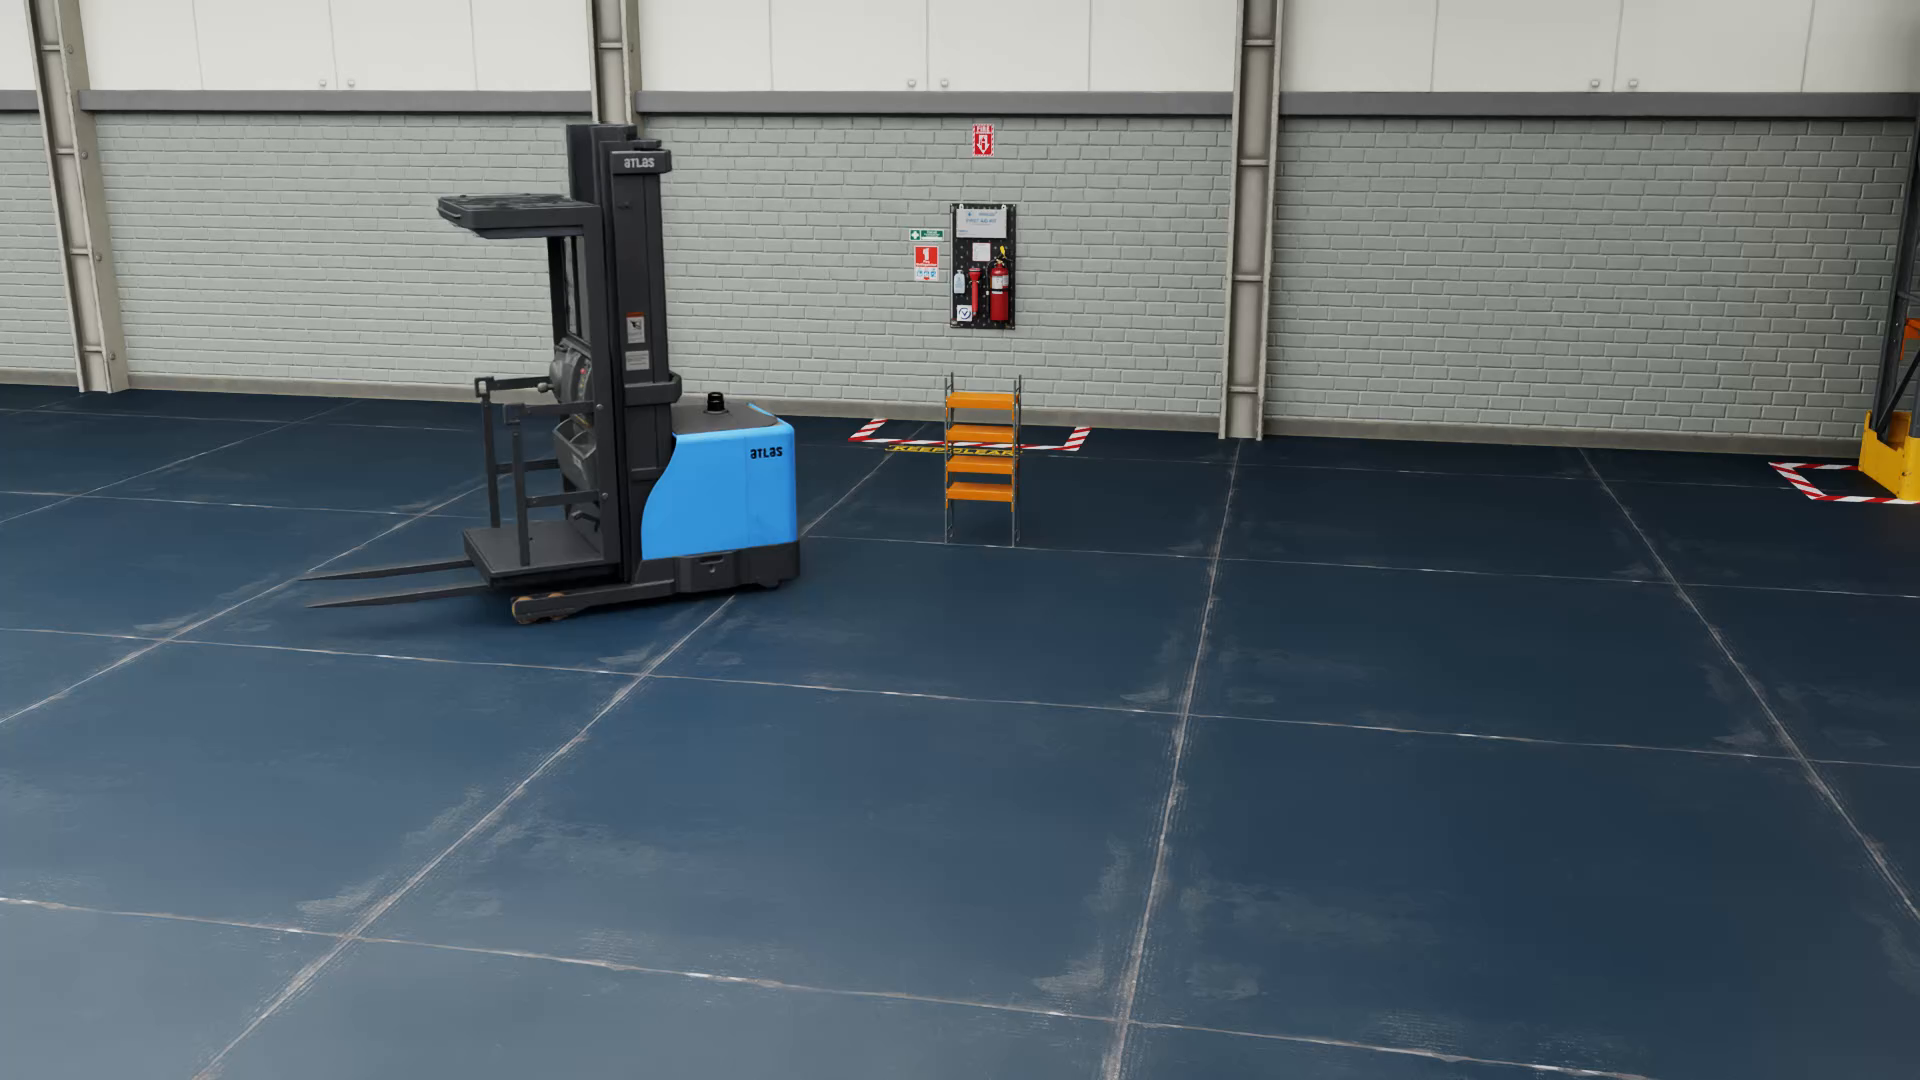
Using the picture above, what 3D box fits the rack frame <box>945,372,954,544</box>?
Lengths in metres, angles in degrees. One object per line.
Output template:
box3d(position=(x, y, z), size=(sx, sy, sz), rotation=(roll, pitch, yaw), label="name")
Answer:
box3d(position=(-0.077, -0.582, 11.847), size=(0.015, 1.200, 0.240), rotation=(3, 16, 11), label="rack frame")

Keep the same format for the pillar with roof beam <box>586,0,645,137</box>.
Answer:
box3d(position=(-4.121, -4.497, 11.368), size=(0.400, 9.000, 9.100), rotation=(3, 16, 11), label="pillar with roof beam")

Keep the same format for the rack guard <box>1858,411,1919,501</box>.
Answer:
box3d(position=(7.713, -0.696, 13.567), size=(0.348, 0.500, 1.175), rotation=(3, 16, 11), label="rack guard")

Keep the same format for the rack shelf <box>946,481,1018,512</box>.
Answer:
box3d(position=(0.162, -0.313, 11.871), size=(0.480, 0.148, 0.258), rotation=(3, 16, 11), label="rack shelf")

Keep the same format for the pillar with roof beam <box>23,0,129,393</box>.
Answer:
box3d(position=(-10.000, -4.816, 12.520), size=(0.400, 9.000, 9.100), rotation=(3, 16, 11), label="pillar with roof beam")

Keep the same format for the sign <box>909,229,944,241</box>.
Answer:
box3d(position=(-0.316, -2.880, 15.712), size=(0.331, 0.109, 0.001), rotation=(3, 16, 11), label="sign")

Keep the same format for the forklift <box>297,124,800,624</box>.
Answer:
box3d(position=(-2.606, -1.060, 10.326), size=(3.031, 2.935, 1.130), rotation=(-7, 17, -24), label="forklift")

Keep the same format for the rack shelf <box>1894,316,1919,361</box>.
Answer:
box3d(position=(9.598, -1.451, 12.959), size=(4.000, 0.370, 1.077), rotation=(3, 16, 11), label="rack shelf")

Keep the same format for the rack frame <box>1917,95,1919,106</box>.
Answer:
box3d(position=(7.638, -4.795, 12.447), size=(0.127, 3.000, 1.000), rotation=(3, 16, 11), label="rack frame")

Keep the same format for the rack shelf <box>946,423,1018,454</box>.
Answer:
box3d(position=(0.162, -0.720, 11.758), size=(0.480, 0.148, 0.258), rotation=(3, 16, 11), label="rack shelf")

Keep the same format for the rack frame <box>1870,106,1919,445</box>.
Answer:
box3d(position=(7.638, -1.904, 13.247), size=(0.127, 3.000, 1.000), rotation=(3, 16, 11), label="rack frame")

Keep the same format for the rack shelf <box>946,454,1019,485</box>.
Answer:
box3d(position=(0.162, -0.505, 11.818), size=(0.480, 0.148, 0.258), rotation=(3, 16, 11), label="rack shelf")

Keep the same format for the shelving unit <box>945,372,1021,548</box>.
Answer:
box3d(position=(0.162, -0.569, 11.800), size=(0.503, 1.200, 0.258), rotation=(3, 16, 11), label="shelving unit")

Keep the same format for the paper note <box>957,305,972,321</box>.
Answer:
box3d(position=(0.043, -2.157, 15.810), size=(0.142, 0.148, 0.016), rotation=(3, 16, 11), label="paper note")

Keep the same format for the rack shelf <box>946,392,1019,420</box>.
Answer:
box3d(position=(0.162, -0.948, 11.695), size=(0.480, 0.148, 0.258), rotation=(3, 16, 11), label="rack shelf")

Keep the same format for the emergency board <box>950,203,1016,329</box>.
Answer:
box3d(position=(0.203, -2.554, 15.593), size=(0.643, 1.169, 0.194), rotation=(3, 16, 11), label="emergency board")

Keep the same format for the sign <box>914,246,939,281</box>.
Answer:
box3d(position=(-0.319, -2.628, 15.792), size=(0.234, 0.329, 0.001), rotation=(3, 16, 11), label="sign")

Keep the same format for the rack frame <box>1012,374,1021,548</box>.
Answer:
box3d(position=(0.401, -0.556, 11.753), size=(0.015, 1.200, 0.240), rotation=(3, 16, 11), label="rack frame")

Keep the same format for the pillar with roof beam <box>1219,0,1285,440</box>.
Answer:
box3d(position=(1.759, -4.177, 10.216), size=(0.400, 9.000, 9.100), rotation=(3, 16, 11), label="pillar with roof beam")

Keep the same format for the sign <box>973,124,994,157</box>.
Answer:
box3d(position=(0.215, -3.698, 15.379), size=(0.199, 0.298, 0.001), rotation=(3, 16, 11), label="sign")
